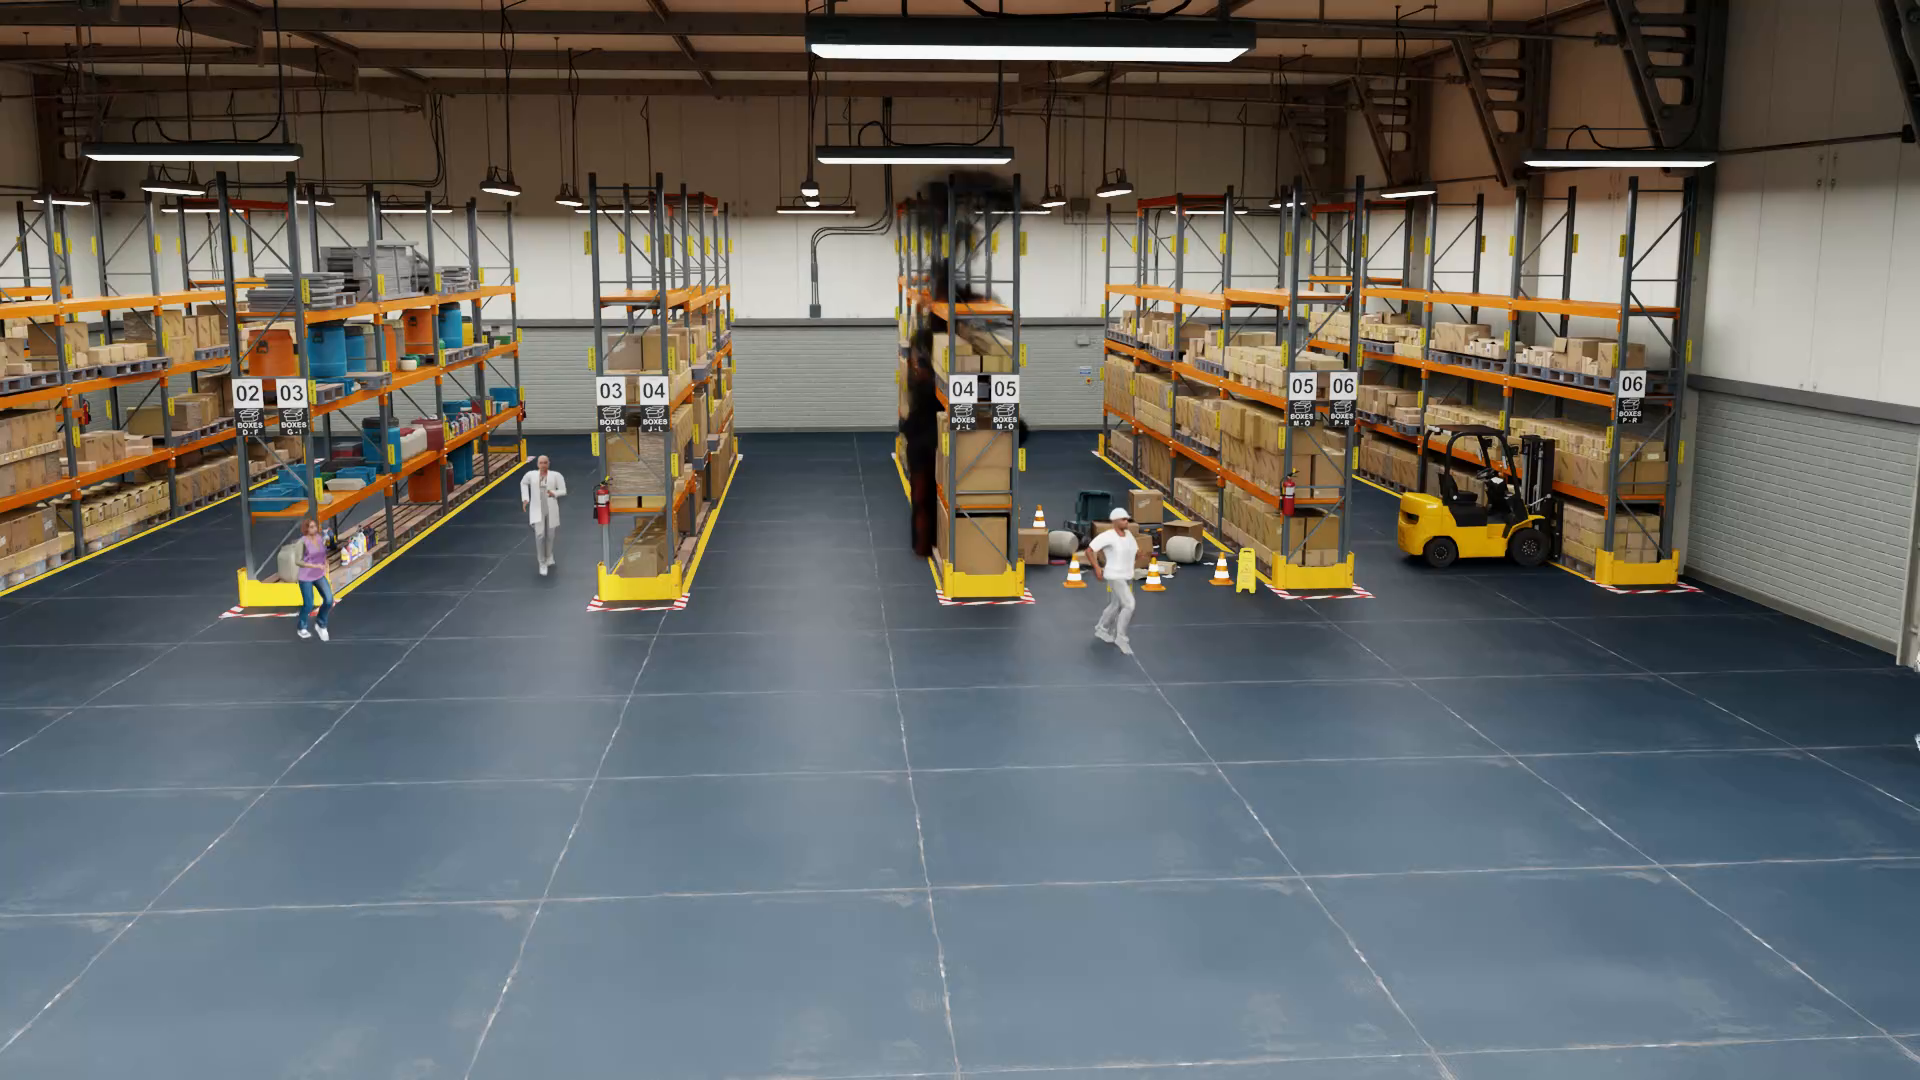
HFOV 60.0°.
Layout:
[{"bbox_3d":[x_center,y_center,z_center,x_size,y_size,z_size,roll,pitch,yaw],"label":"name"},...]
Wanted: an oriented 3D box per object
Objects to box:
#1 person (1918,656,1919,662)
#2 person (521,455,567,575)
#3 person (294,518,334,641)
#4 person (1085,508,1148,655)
[{"bbox_3d":[9.508,1.469,15.851,0.533,1.562,0.552,-6,12,-32],"label":"person"},{"bbox_3d":[-6.462,-0.409,25.896,0.666,1.847,0.937,-3,11,-18],"label":"person"},{"bbox_3d":[-8.240,0.519,21.240,0.669,1.626,0.560,6,12,32],"label":"person"},{"bbox_3d":[1.985,0.507,20.772,0.765,1.827,0.669,8,13,38],"label":"person"}]
